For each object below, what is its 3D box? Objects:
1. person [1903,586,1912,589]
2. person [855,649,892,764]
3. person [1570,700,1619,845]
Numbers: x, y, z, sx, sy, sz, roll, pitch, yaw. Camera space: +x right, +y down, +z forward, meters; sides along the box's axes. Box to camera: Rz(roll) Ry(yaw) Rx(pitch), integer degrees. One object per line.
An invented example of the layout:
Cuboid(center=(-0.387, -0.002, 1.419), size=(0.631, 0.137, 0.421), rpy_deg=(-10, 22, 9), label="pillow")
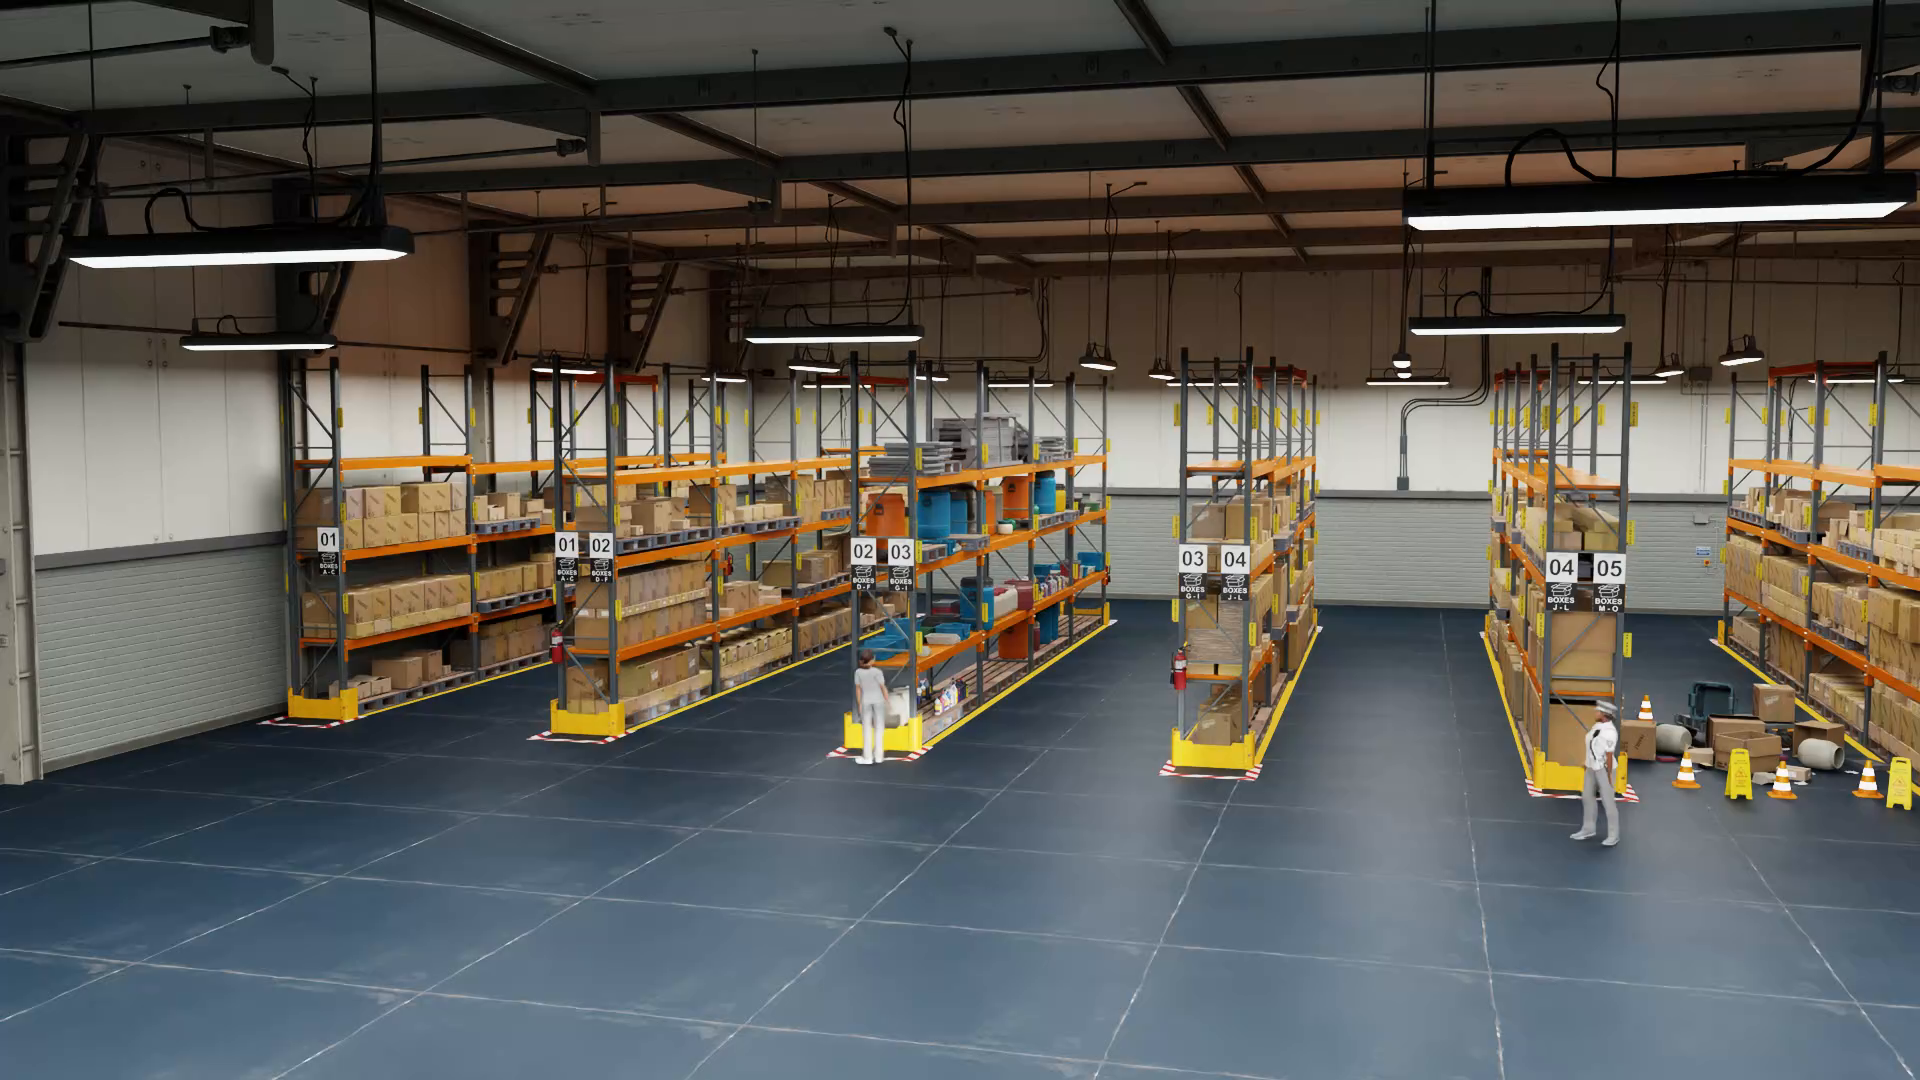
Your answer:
Cuboid(center=(18.665, 1.718, 32.778), size=(0.423, 1.774, 0.585), rpy_deg=(3, 5, 31), label="person")
Cuboid(center=(-1.250, 2.411, 24.065), size=(0.544, 1.689, 0.409), rpy_deg=(0, 4, 4), label="person")
Cuboid(center=(7.513, 2.721, 19.602), size=(0.419, 1.706, 0.626), rpy_deg=(-1, 4, -11), label="person")
